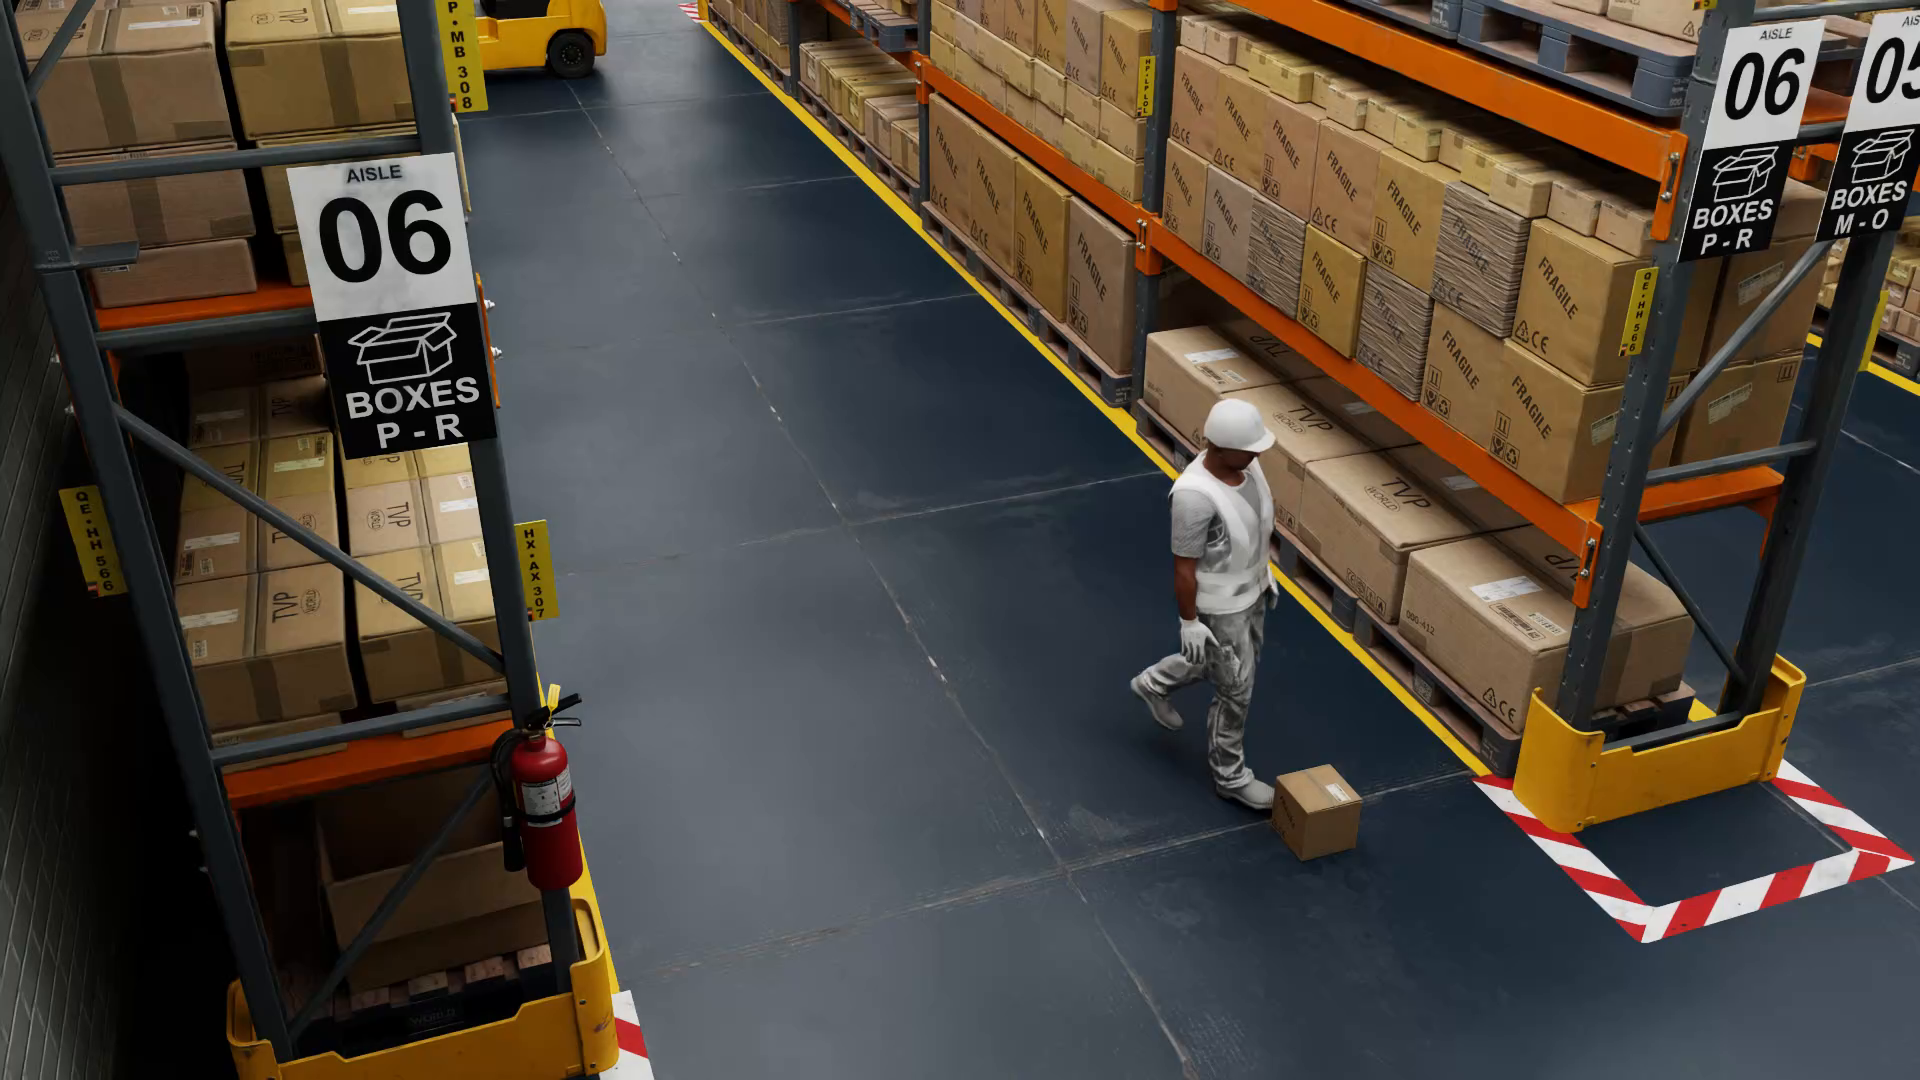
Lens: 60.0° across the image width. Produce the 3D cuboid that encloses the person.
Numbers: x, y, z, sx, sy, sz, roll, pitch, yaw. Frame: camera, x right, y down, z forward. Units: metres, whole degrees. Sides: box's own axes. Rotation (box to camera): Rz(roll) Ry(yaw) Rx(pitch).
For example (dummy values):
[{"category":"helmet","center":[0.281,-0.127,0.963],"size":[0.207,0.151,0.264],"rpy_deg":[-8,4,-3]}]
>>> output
[{"category":"person","center":[1.047,0.221,6.719],"size":[0.807,1.770,0.575],"rpy_deg":[16,33,26]}]
